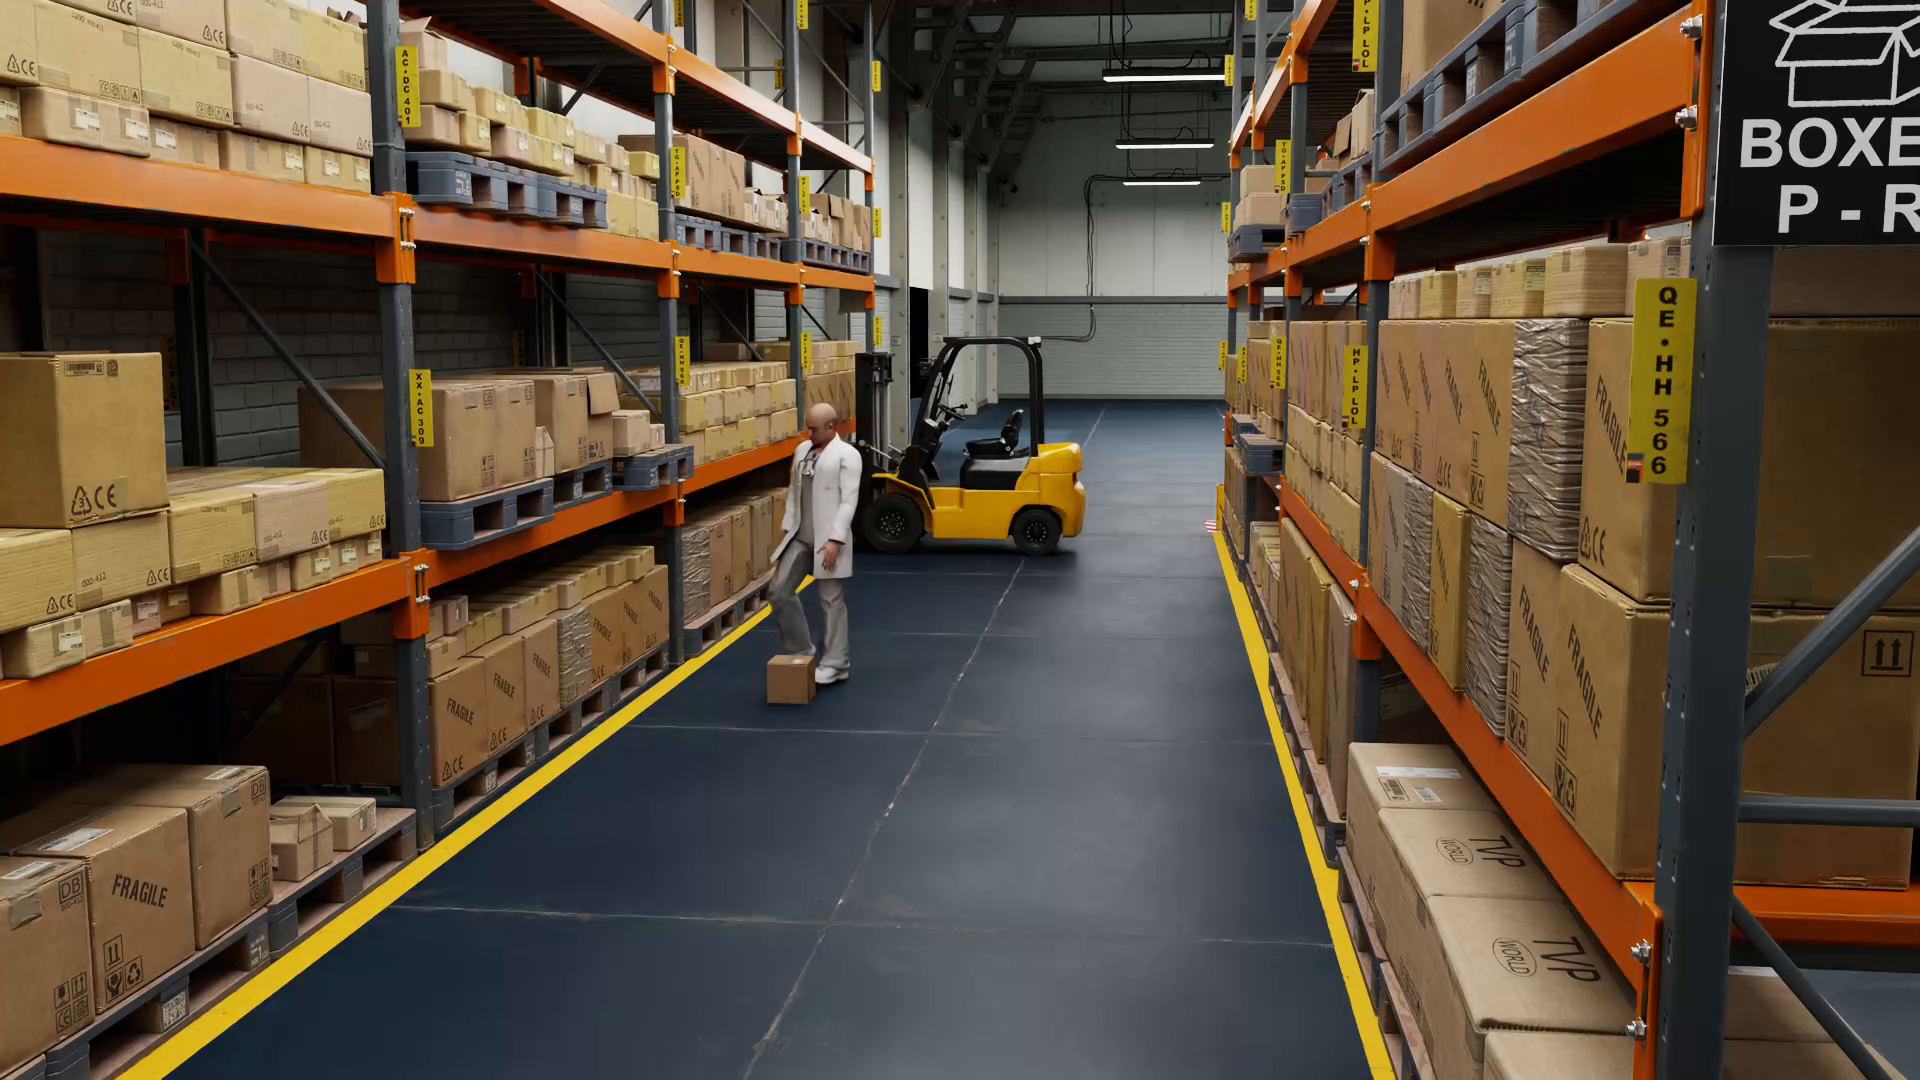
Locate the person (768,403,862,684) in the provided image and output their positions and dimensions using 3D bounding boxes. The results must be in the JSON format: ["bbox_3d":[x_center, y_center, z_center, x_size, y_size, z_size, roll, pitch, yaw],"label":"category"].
[{"bbox_3d":[-0.951,0.033,10.609,0.684,1.815,0.414,5,9,36],"label":"person"}]
